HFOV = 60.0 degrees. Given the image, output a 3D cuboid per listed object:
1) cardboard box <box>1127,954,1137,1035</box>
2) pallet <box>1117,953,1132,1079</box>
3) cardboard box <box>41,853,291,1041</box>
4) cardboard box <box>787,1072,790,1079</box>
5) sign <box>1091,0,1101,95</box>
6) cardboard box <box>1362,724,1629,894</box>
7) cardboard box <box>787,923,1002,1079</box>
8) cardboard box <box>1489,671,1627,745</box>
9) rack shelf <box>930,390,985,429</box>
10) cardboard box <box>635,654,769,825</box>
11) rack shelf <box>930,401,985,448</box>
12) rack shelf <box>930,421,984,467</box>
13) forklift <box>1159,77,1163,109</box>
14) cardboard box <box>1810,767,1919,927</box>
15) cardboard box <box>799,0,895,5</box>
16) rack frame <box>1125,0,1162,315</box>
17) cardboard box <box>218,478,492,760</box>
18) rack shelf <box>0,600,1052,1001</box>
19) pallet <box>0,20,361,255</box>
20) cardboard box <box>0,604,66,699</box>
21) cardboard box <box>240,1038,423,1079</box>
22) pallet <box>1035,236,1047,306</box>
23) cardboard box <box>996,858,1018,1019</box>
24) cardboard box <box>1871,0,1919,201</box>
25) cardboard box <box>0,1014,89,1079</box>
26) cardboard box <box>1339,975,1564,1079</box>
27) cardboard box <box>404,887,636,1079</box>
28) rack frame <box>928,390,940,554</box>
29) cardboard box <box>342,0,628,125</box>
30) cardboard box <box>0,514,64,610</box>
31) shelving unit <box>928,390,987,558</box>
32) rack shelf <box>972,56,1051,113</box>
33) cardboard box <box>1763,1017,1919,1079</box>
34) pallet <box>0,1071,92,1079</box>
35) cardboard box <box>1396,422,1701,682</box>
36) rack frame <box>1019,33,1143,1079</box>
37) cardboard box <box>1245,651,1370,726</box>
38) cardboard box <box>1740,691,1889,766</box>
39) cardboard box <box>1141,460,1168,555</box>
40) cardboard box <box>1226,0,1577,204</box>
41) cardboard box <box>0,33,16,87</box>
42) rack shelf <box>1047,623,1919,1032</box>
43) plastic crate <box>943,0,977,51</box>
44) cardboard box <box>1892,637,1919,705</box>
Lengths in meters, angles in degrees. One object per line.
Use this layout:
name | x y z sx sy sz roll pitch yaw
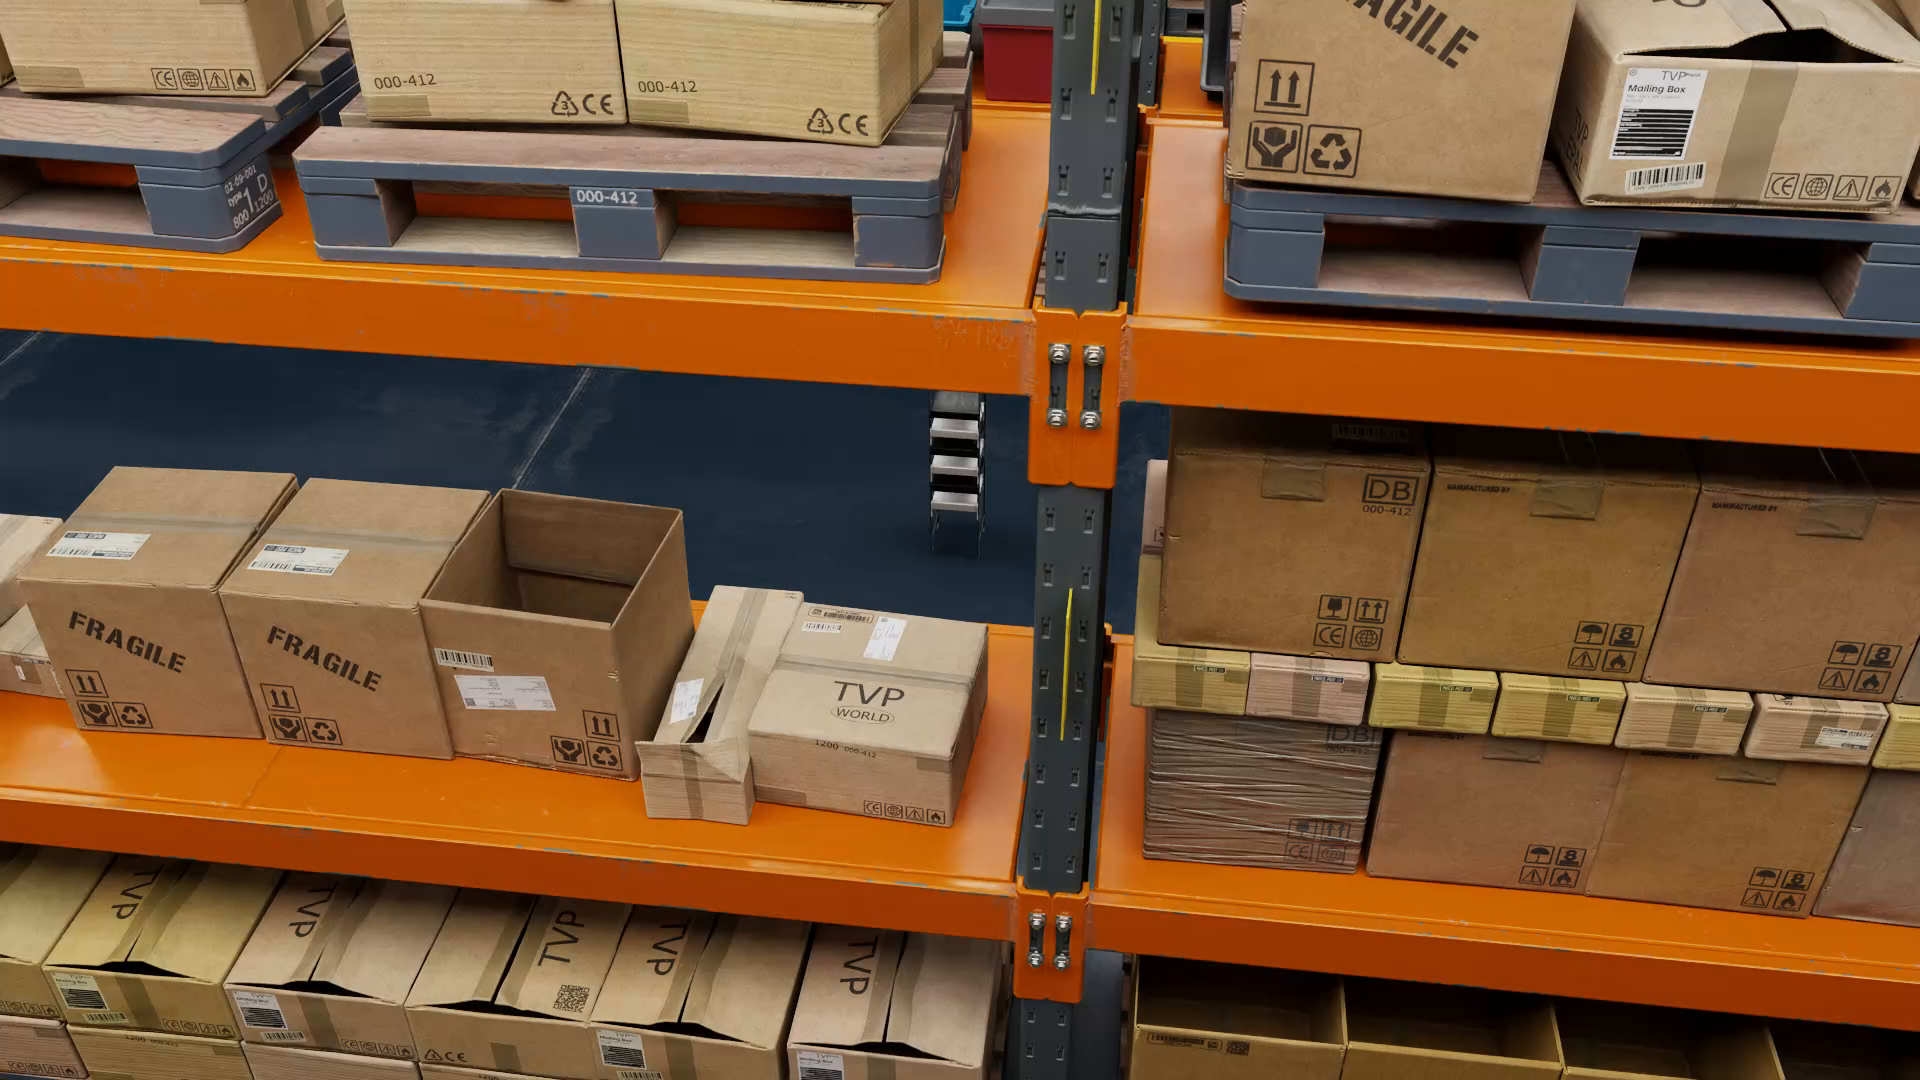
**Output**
cardboard box | 0.764 1.237 4.940 0.500 0.250 0.500 4 36 6
pallet | 1.059 1.598 4.829 1.213 0.211 1.003 4 36 6
cardboard box | -2.182 1.086 4.670 0.500 0.311 0.500 3 36 5
cardboard box | -0.674 1.427 4.674 0.500 0.250 0.500 4 36 5
sign | 0.217 -0.866 2.583 0.005 0.325 0.100 4 36 6
cardboard box | 1.241 0.404 4.015 0.500 0.500 0.700 4 36 5
cardboard box | -0.162 1.236 4.459 0.500 0.311 0.500 4 36 6
cardboard box | 1.283 0.262 3.656 0.250 0.149 0.380 4 36 6
rack shelf | -0.008 -0.560 6.852 0.200 0.077 0.258 4 36 6
cardboard box | -0.619 0.476 4.117 0.258 0.266 0.396 3 36 5
rack shelf | -0.008 -0.486 6.904 0.200 0.077 0.258 4 36 6
rack shelf | -0.008 -0.413 6.957 0.200 0.077 0.258 4 36 6
forklift | 2.583 -3.811 10.067 3.031 2.935 1.130 8 36 11
cardboard box | 2.246 0.481 3.908 0.500 0.500 0.700 5 36 7
cardboard box | -0.331 -1.324 3.063 0.500 0.500 0.500 5 36 7
rack frame | 0.911 -2.473 8.133 0.127 3.000 1.000 4 36 6
cardboard box | -1.503 0.198 4.305 0.500 0.500 0.500 4 36 6
rack shelf | -1.708 0.525 4.551 4.000 0.370 1.077 4 36 6
pallet | -1.897 -0.980 3.621 1.213 0.211 1.003 6 36 8
cardboard box | -2.419 0.249 4.536 0.250 0.149 0.380 7 36 9
cardboard box | -1.686 1.351 4.781 0.500 0.250 0.500 5 36 7
pallet | 0.127 -1.374 8.994 1.213 0.211 1.003 4 36 6
cardboard box | -0.092 1.156 5.053 0.500 0.250 0.500 3 36 5
cardboard box | 1.893 -0.916 2.798 0.637 0.503 0.797 8 36 11
cardboard box | -2.711 1.277 4.883 0.500 0.250 0.500 3 36 5
cardboard box | 1.193 1.271 4.247 0.500 0.500 0.500 4 36 6
cardboard box | -1.174 1.163 4.562 0.500 0.311 0.500 4 36 6
rack frame | -0.109 -0.374 7.000 0.006 0.900 0.240 4 36 6
cardboard box | -0.879 -1.041 3.311 0.500 0.250 0.500 1 36 1
cardboard box | -2.764 0.094 4.752 0.250 0.149 0.380 4 36 6
shelving unit | -0.008 -0.367 6.989 0.210 0.900 0.258 4 36 6
rack shelf | -1.073 -2.328 8.550 4.000 0.370 1.077 4 36 6
cardboard box | 2.184 1.348 4.139 0.500 0.500 0.500 4 36 6
pallet | -2.880 1.303 5.243 1.213 0.211 1.003 4 36 6
cardboard box | 1.218 -0.122 3.637 0.500 0.500 0.700 4 36 6
rack frame | 0.276 0.380 4.135 0.127 3.000 1.000 4 36 6
cardboard box | 0.767 0.226 3.707 0.250 0.149 0.380 5 36 7
cardboard box | 1.797 0.300 3.603 0.250 0.149 0.380 3 36 5
cardboard box | 0.573 -0.028 4.062 0.250 0.149 0.380 4 36 6
cardboard box | 0.742 -0.920 2.807 0.500 0.500 0.500 7 36 10
cardboard box | -2.146 -1.168 3.490 0.500 0.250 0.500 4 36 5
rack shelf | 2.260 0.821 4.136 4.000 0.370 1.077 4 36 6
plastic crate | -0.223 -2.369 8.001 0.575 0.384 0.392 4 36 6
cardboard box | 2.210 -0.048 3.532 0.500 0.500 0.700 4 36 6
